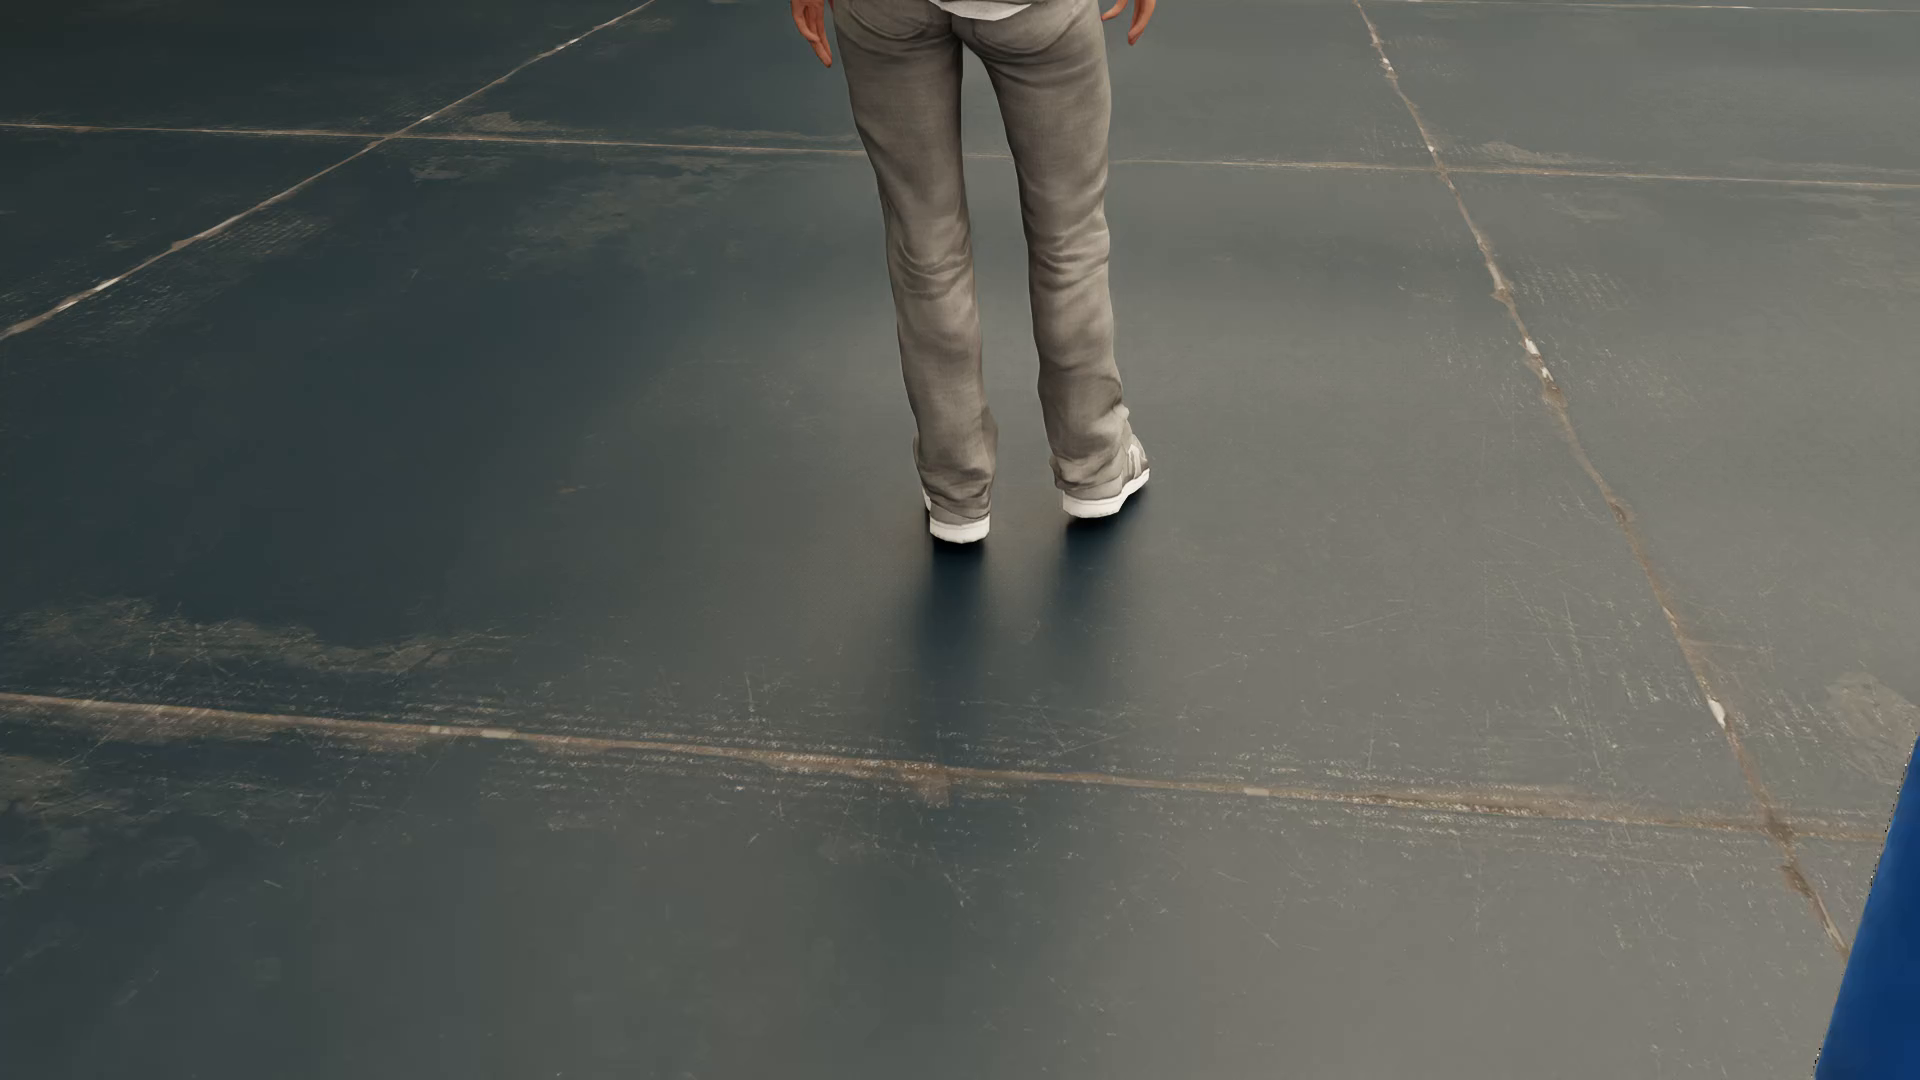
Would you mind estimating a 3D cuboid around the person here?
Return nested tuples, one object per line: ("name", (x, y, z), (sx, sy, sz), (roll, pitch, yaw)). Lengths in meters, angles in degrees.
("person", (0.024, -0.753, 2.204), (0.521, 1.596, 0.475), (3, 27, 7))
